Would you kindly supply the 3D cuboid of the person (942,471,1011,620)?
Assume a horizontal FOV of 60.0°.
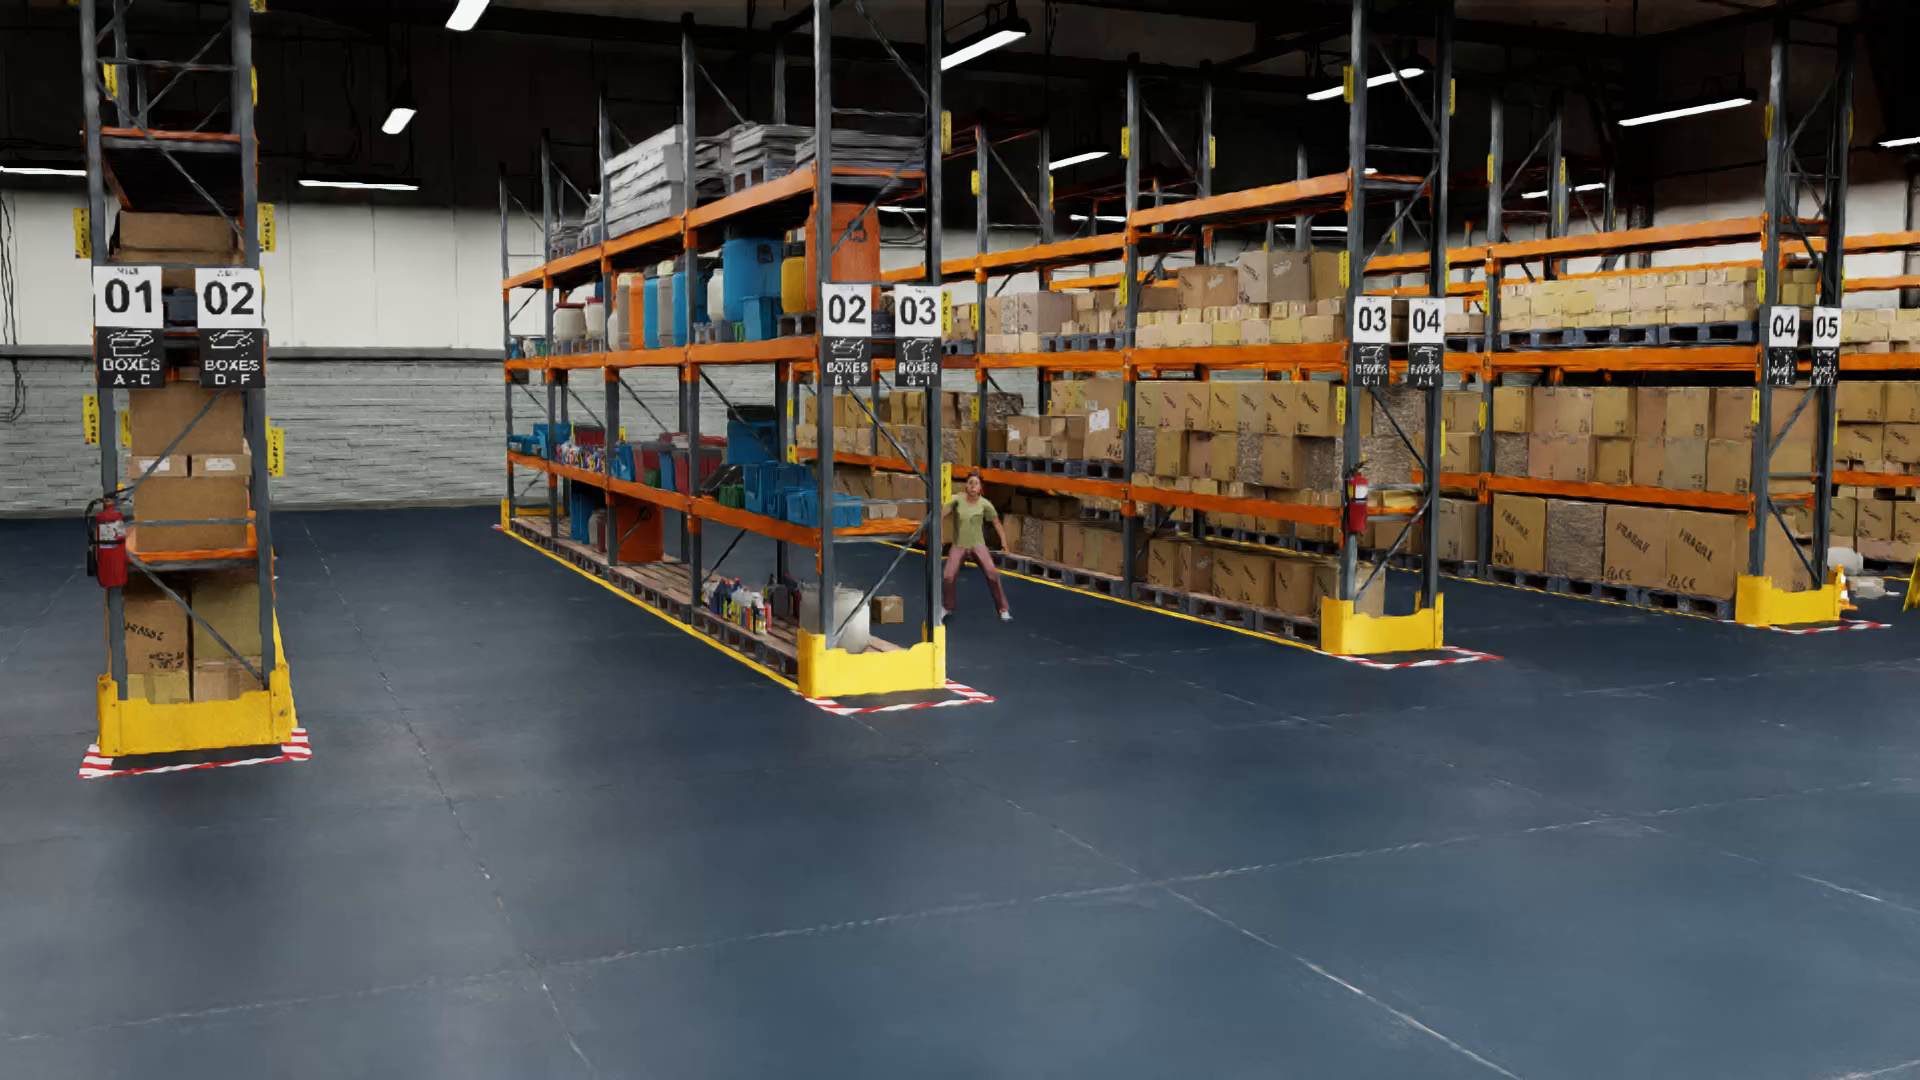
[{"bbox_3d":[0.139,0.054,17.225,0.773,1.526,0.500,0,5,0],"label":"person"}]
